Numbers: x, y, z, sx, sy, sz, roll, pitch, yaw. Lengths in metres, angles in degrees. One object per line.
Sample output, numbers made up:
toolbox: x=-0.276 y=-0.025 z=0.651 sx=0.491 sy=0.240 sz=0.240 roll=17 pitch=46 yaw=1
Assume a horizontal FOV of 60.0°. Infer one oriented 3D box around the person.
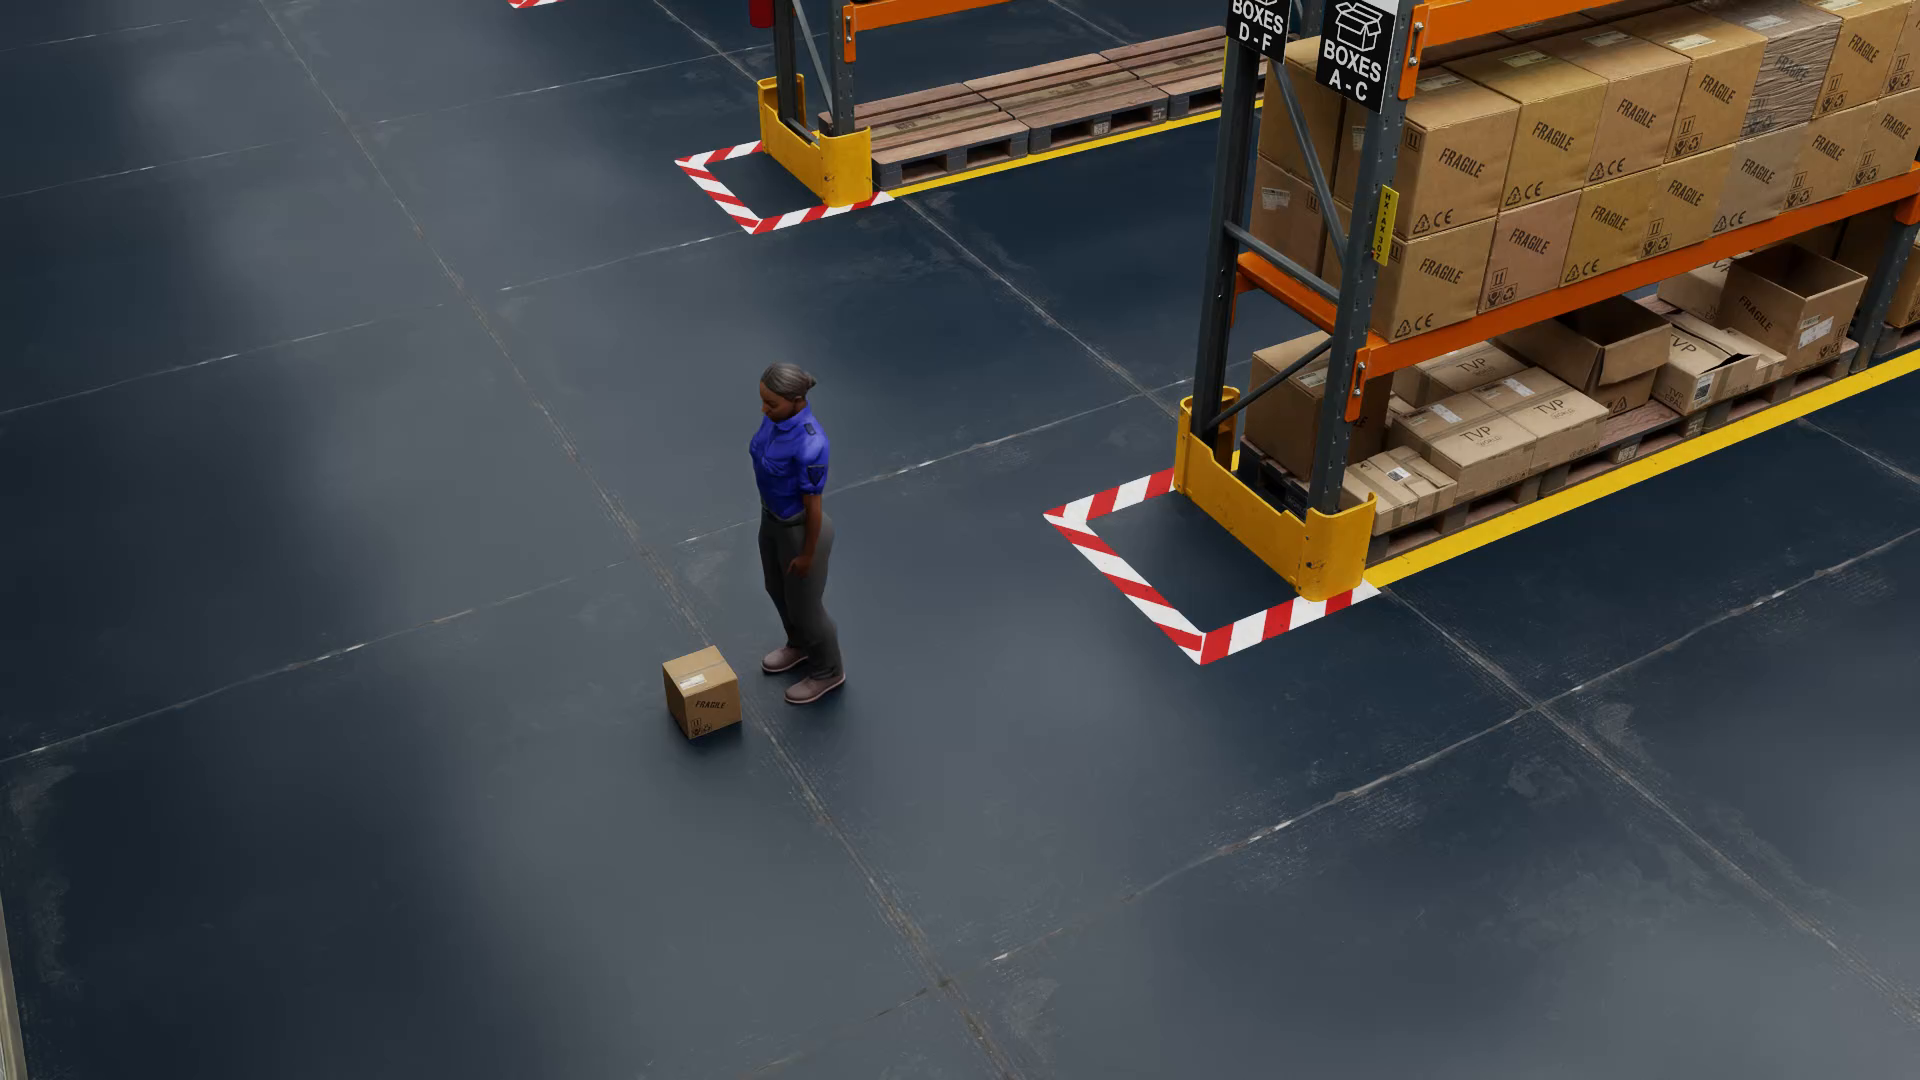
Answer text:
person: x=-0.695 y=-0.035 z=6.986 sx=0.303 sy=1.656 sz=0.438 roll=-18 pitch=41 yaw=-23
